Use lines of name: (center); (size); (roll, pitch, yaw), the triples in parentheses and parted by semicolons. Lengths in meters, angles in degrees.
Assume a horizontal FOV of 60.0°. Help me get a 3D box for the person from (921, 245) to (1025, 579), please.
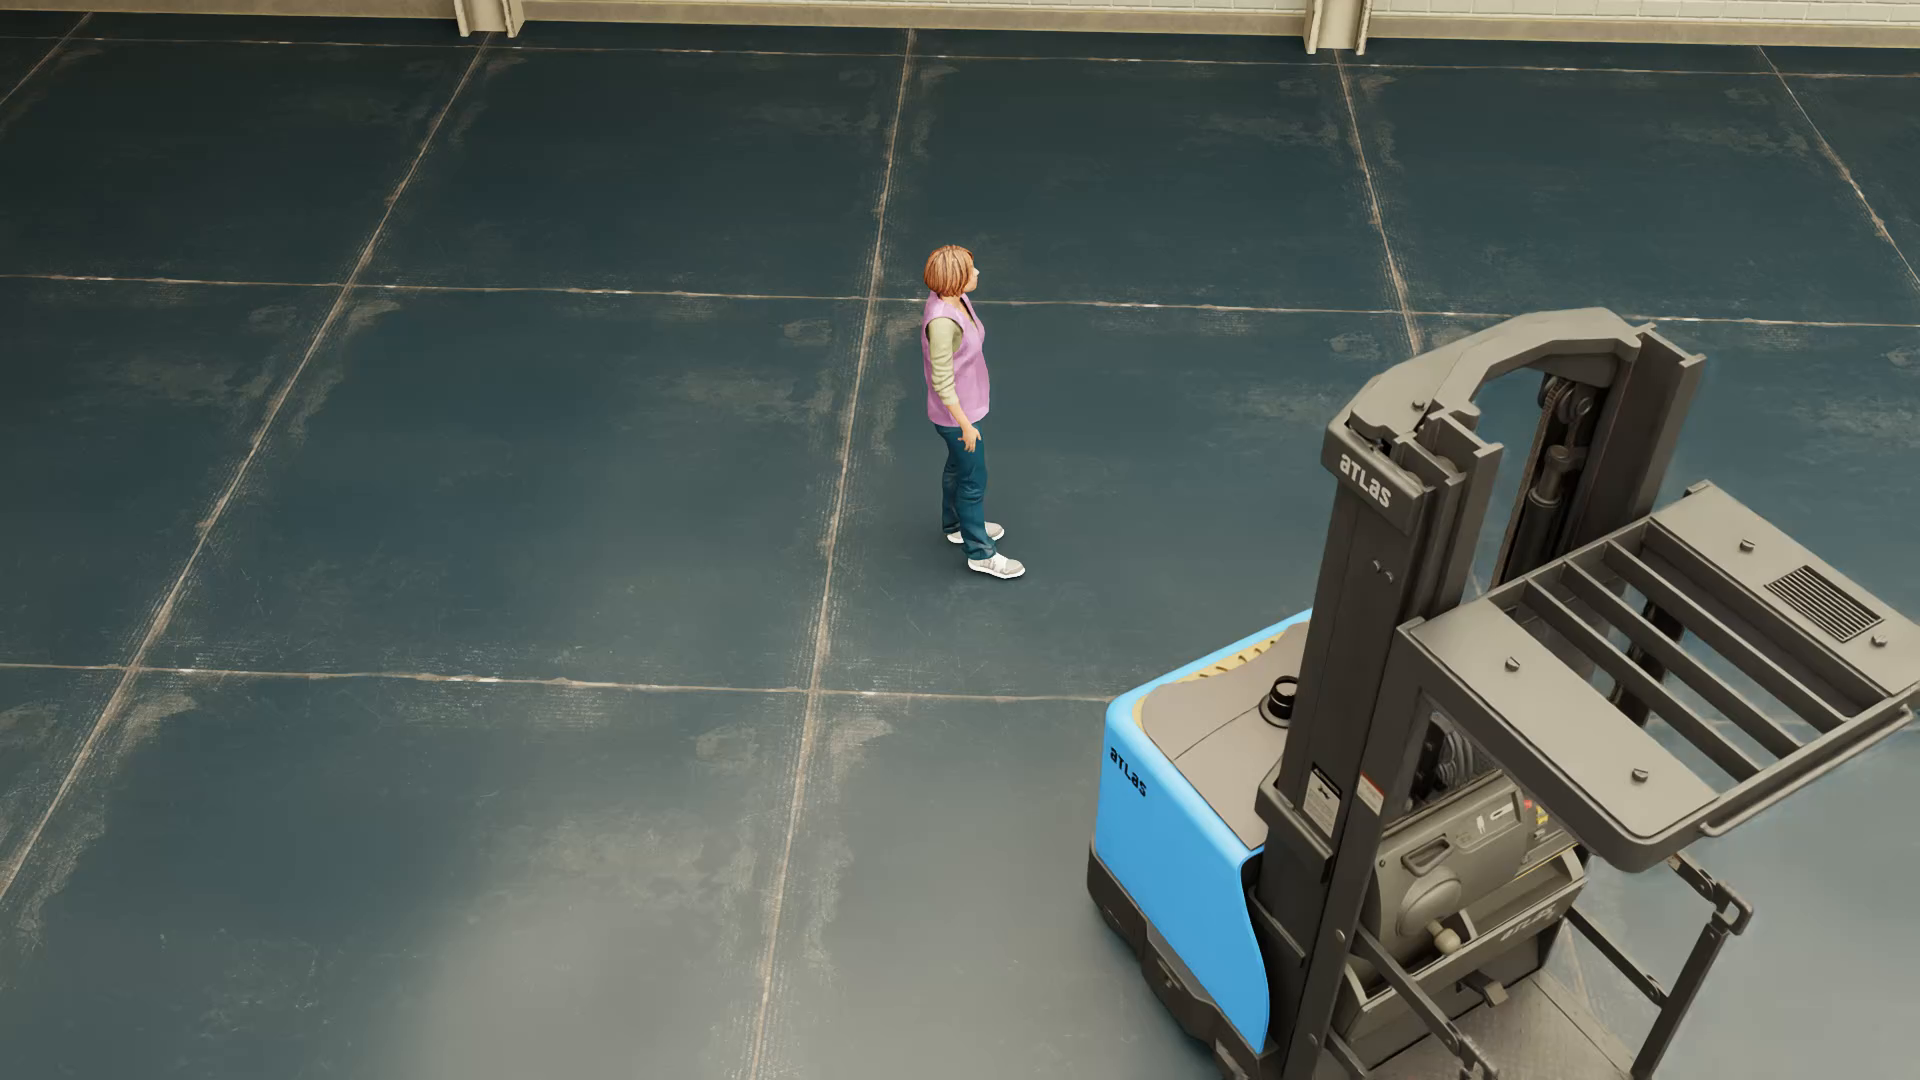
person: (0.074, -0.584, 7.360); (0.473, 1.599, 0.520); (2, 42, 2)

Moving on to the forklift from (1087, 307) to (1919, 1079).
forklift: (1.670, 0.958, 4.692); (1.130, 2.935, 3.031); (-22, 47, -22)
